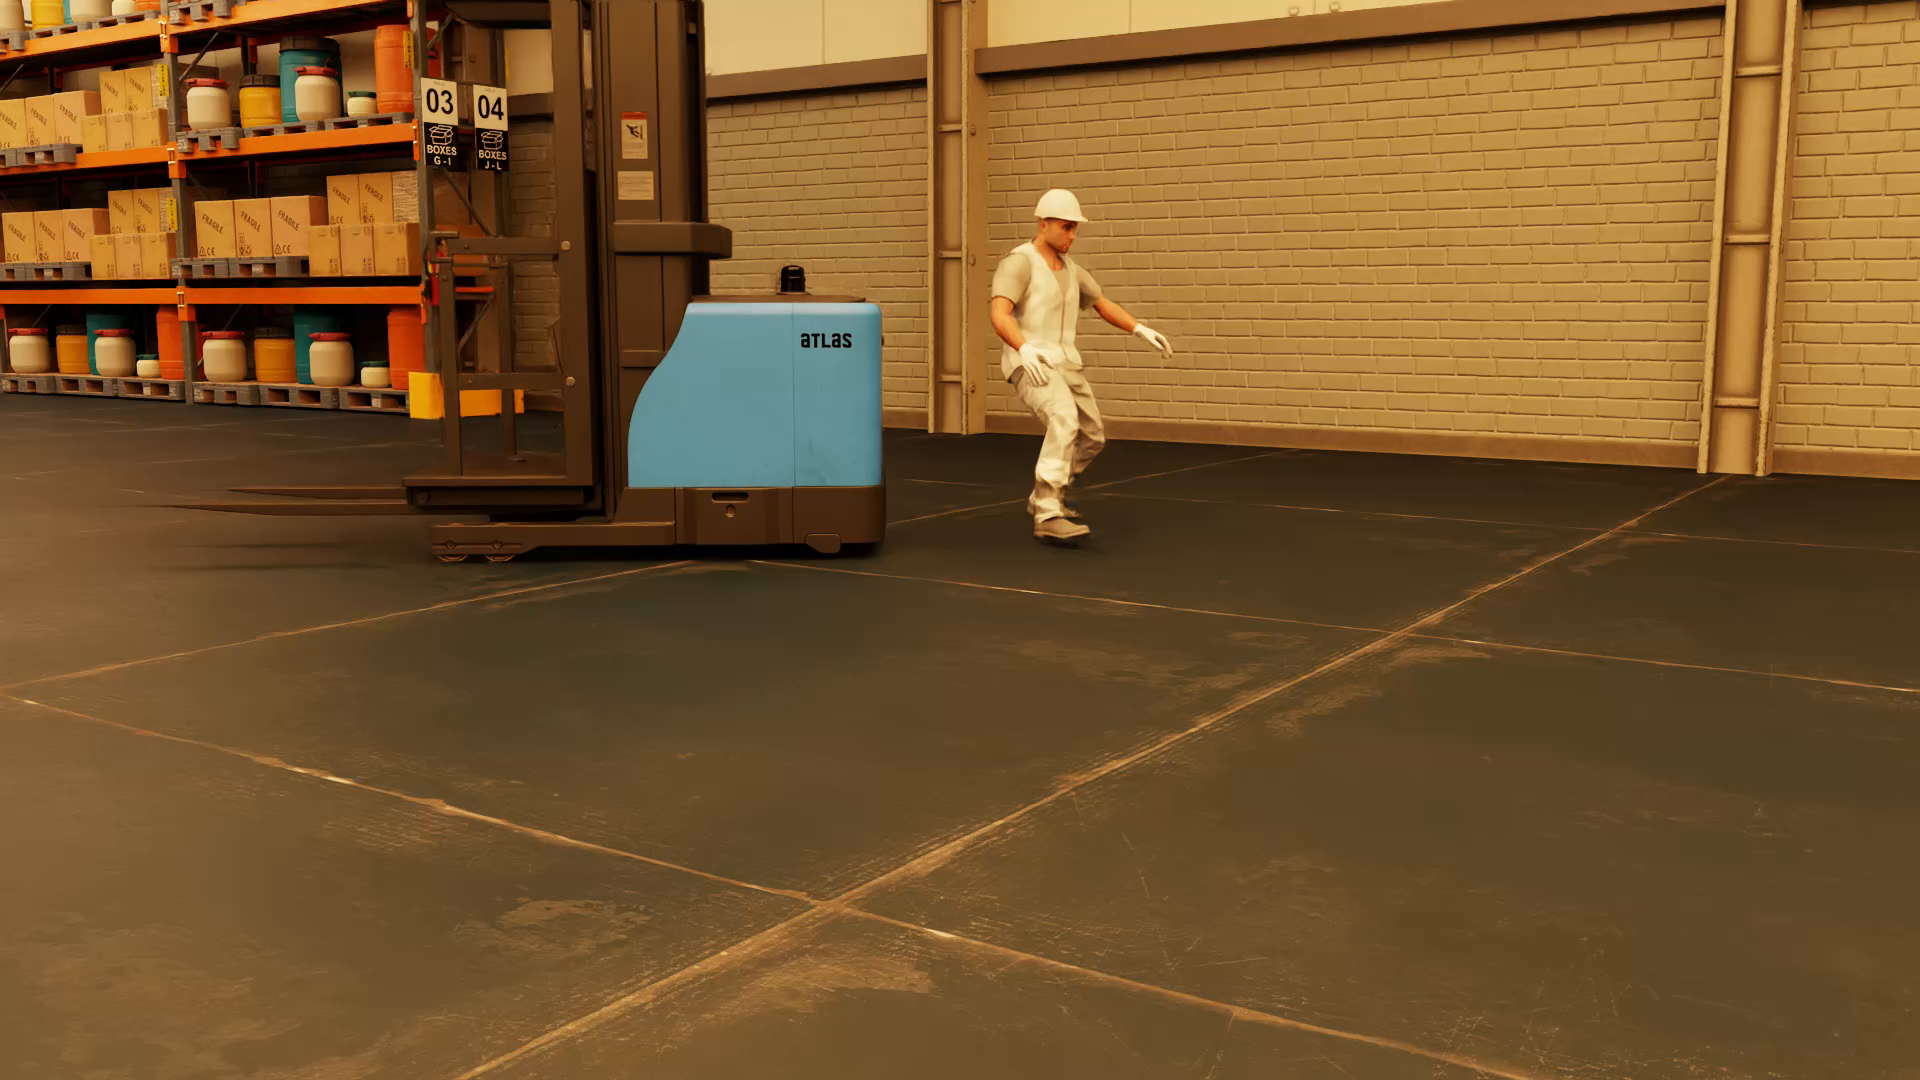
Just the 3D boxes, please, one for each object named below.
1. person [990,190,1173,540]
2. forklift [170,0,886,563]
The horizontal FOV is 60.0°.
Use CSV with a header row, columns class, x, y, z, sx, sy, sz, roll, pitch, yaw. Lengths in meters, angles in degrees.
class,x,y,z,sx,sy,sz,roll,pitch,yaw
person,0.514,-0.825,7.848,0.929,1.628,1.020,7,11,41
forklift,-1.854,-1.432,7.261,3.031,2.935,1.130,0,8,-2
